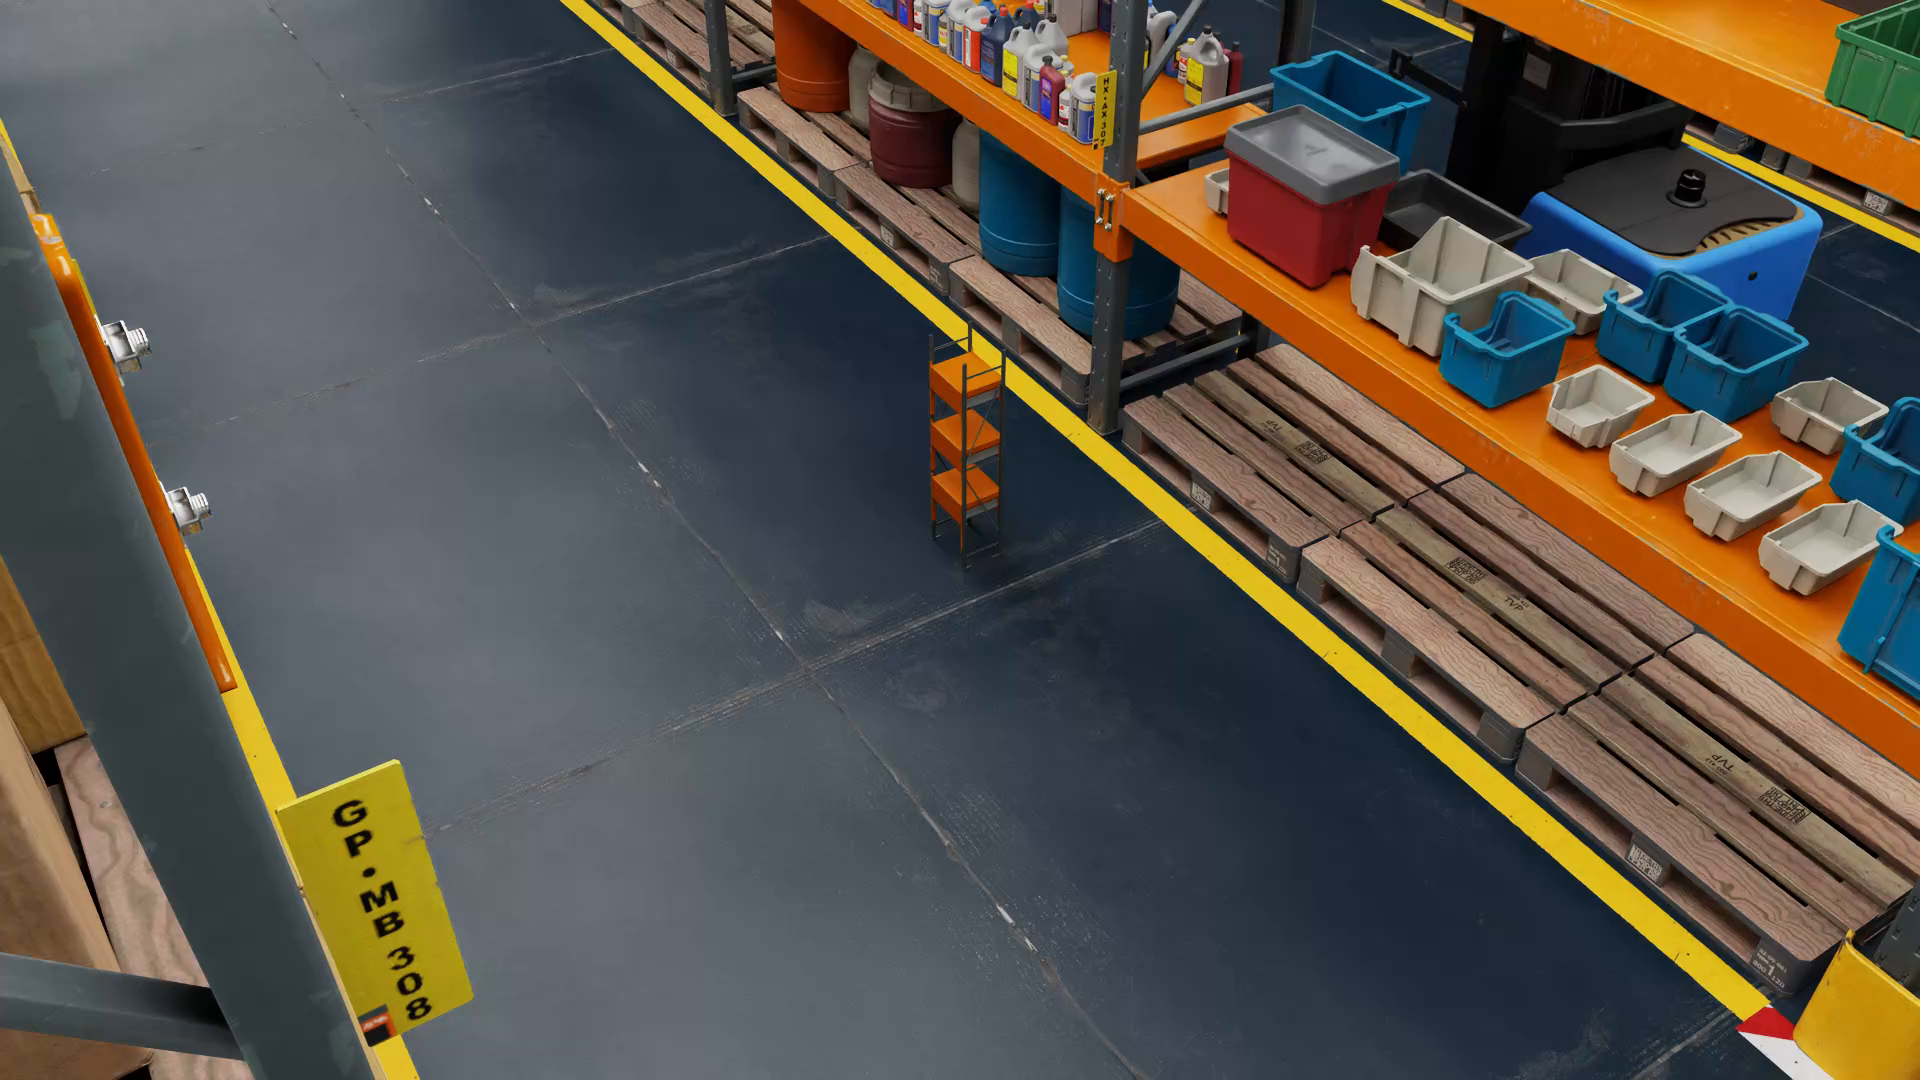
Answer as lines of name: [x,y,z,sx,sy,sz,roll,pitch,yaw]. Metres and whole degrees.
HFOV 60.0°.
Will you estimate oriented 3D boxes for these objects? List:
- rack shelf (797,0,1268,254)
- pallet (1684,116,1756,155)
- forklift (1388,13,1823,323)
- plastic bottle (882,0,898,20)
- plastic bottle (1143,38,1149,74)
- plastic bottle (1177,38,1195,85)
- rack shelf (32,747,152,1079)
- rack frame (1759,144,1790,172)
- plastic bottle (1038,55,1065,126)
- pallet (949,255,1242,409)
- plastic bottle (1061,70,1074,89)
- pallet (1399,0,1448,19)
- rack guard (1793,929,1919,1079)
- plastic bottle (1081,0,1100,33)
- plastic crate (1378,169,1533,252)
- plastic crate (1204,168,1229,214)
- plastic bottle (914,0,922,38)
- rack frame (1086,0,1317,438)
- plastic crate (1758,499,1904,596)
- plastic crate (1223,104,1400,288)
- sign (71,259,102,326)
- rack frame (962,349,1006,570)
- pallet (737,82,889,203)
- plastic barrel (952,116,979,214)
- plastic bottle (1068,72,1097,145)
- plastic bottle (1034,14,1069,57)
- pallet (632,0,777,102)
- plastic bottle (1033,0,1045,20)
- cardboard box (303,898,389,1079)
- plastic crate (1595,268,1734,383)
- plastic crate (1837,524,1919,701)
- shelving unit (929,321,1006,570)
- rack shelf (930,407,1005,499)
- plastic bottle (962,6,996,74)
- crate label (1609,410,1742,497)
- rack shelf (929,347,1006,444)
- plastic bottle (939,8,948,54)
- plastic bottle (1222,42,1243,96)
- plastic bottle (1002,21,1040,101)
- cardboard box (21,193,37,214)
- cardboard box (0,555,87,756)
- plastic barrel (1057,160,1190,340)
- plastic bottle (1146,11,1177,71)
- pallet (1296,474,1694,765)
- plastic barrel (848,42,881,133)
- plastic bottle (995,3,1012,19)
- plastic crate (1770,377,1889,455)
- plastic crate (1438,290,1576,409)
rack shelf: [-0.019,-2.640,8.637,1.077,0.370,4.000,-22,45,-24]
pallet: [4.765,-2.895,10.559,1.003,0.211,1.213,-22,45,-24]
forklift: [2.668,-2.407,7.849,1.130,2.935,3.031,-19,43,-22]
plastic bottle: [-0.306,-2.796,8.301,0.144,0.351,0.185,-22,45,-24]
plastic bottle: [0.837,-2.286,7.805,0.097,0.201,0.097,0,40,0]
plastic bottle: [1.070,-2.233,7.742,0.097,0.201,0.097,0,40,0]
rack shelf: [-2.044,0.072,3.040,1.077,0.370,4.000,-22,45,-24]
rack frame: [5.235,-3.540,9.155,1.000,3.000,0.127,-22,45,-24]
plastic bottle: [0.409,-2.003,7.401,0.061,0.283,0.133,-22,45,-24]
pallet: [0.676,-1.196,8.521,1.003,0.211,1.213,-22,45,-24]
plastic bottle: [0.466,-2.008,7.472,0.097,0.201,0.097,0,40,0]
pallet: [3.453,-4.212,12.139,1.003,0.211,1.213,-22,45,-24]
rack guard: [3.231,1.291,5.310,1.175,0.500,0.348,-22,45,-24]
plastic bottle: [0.631,-2.670,8.208,0.152,0.276,0.135,-22,45,-24]
plastic crate: [1.885,-1.243,6.566,0.437,0.125,0.590,-22,45,-24]
plastic crate: [1.186,-1.458,6.816,0.396,0.136,0.243,-22,45,-24]
plastic bottle: [-0.178,-2.582,8.161,0.097,0.201,0.097,0,40,0]
rack frame: [1.056,-1.837,7.111,1.000,3.000,0.127,-22,45,-24]
plastic crate: [2.616,0.023,5.039,0.396,0.136,0.243,-22,45,-24]
plastic crate: [1.325,-1.316,6.390,0.402,0.464,0.583,-22,45,-24]
sign: [-2.653,-0.687,4.993,0.100,0.325,0.005,-22,45,-24]
rack frame: [0.094,-0.309,6.800,0.200,1.050,0.008,-22,45,-24]
pallet: [-0.636,-2.513,10.101,1.003,0.211,1.213,-22,45,-24]
plastic barrel: [0.169,-2.060,8.994,0.421,0.512,0.421,0,40,0]
plastic bottle: [0.572,-1.891,7.273,0.152,0.276,0.135,-22,45,-24]
plastic bottle: [0.408,-2.251,7.647,0.144,0.351,0.185,-22,45,-24]
pallet: [-1.478,-3.356,11.113,1.003,0.211,1.213,-22,45,-24]
plastic bottle: [0.411,-2.713,8.318,0.097,0.201,0.097,0,40,0]
cardboard box: [-1.268,1.060,2.933,0.500,0.500,0.500,-23,45,-25]
plastic crate: [2.482,-0.756,5.898,0.416,0.233,0.300,-22,45,-24]
plastic crate: [2.869,0.169,4.629,0.616,0.435,0.499,-22,45,-24]
shelving unit: [0.029,-0.374,6.879,0.215,1.050,0.252,-22,45,-24]
rack shelf: [0.029,-0.366,6.886,0.215,0.259,0.240,-22,45,-24]
plastic bottle: [0.104,-2.360,7.836,0.152,0.276,0.135,-22,45,-24]
crate label: [2.302,-0.281,5.403,0.396,0.136,0.243,-22,45,-24]
rack shelf: [0.029,-0.584,6.704,0.215,0.259,0.240,-22,45,-24]
plastic bottle: [-0.054,-2.457,8.011,0.097,0.201,0.097,0,40,0]
plastic bottle: [1.219,-2.137,7.562,0.061,0.283,0.133,-22,45,-24]
plastic bottle: [0.286,-2.201,7.587,0.144,0.351,0.185,-22,45,-24]
cardboard box: [-4.444,-0.773,7.166,1.225,0.875,0.875,-22,45,-24]
cardboard box: [-1.495,0.029,2.045,0.700,0.500,0.500,-24,45,-26]
plastic barrel: [0.778,-1.492,8.008,0.600,0.901,0.708,-22,45,-24]
plastic bottle: [0.932,-2.368,7.845,0.152,0.276,0.135,-22,45,-24]
pallet: [2.144,0.277,6.753,1.003,0.211,1.213,-22,45,-24]
plastic barrel: [-0.438,-2.669,9.725,0.421,0.512,0.421,0,40,0]
plastic bottle: [0.199,-2.411,7.901,0.097,0.271,0.097,0,40,0]
plastic crate: [2.884,-0.414,5.563,0.250,0.136,0.298,-22,45,-24]
plastic crate: [1.887,-0.657,5.779,0.416,0.233,0.300,-22,45,-24]
